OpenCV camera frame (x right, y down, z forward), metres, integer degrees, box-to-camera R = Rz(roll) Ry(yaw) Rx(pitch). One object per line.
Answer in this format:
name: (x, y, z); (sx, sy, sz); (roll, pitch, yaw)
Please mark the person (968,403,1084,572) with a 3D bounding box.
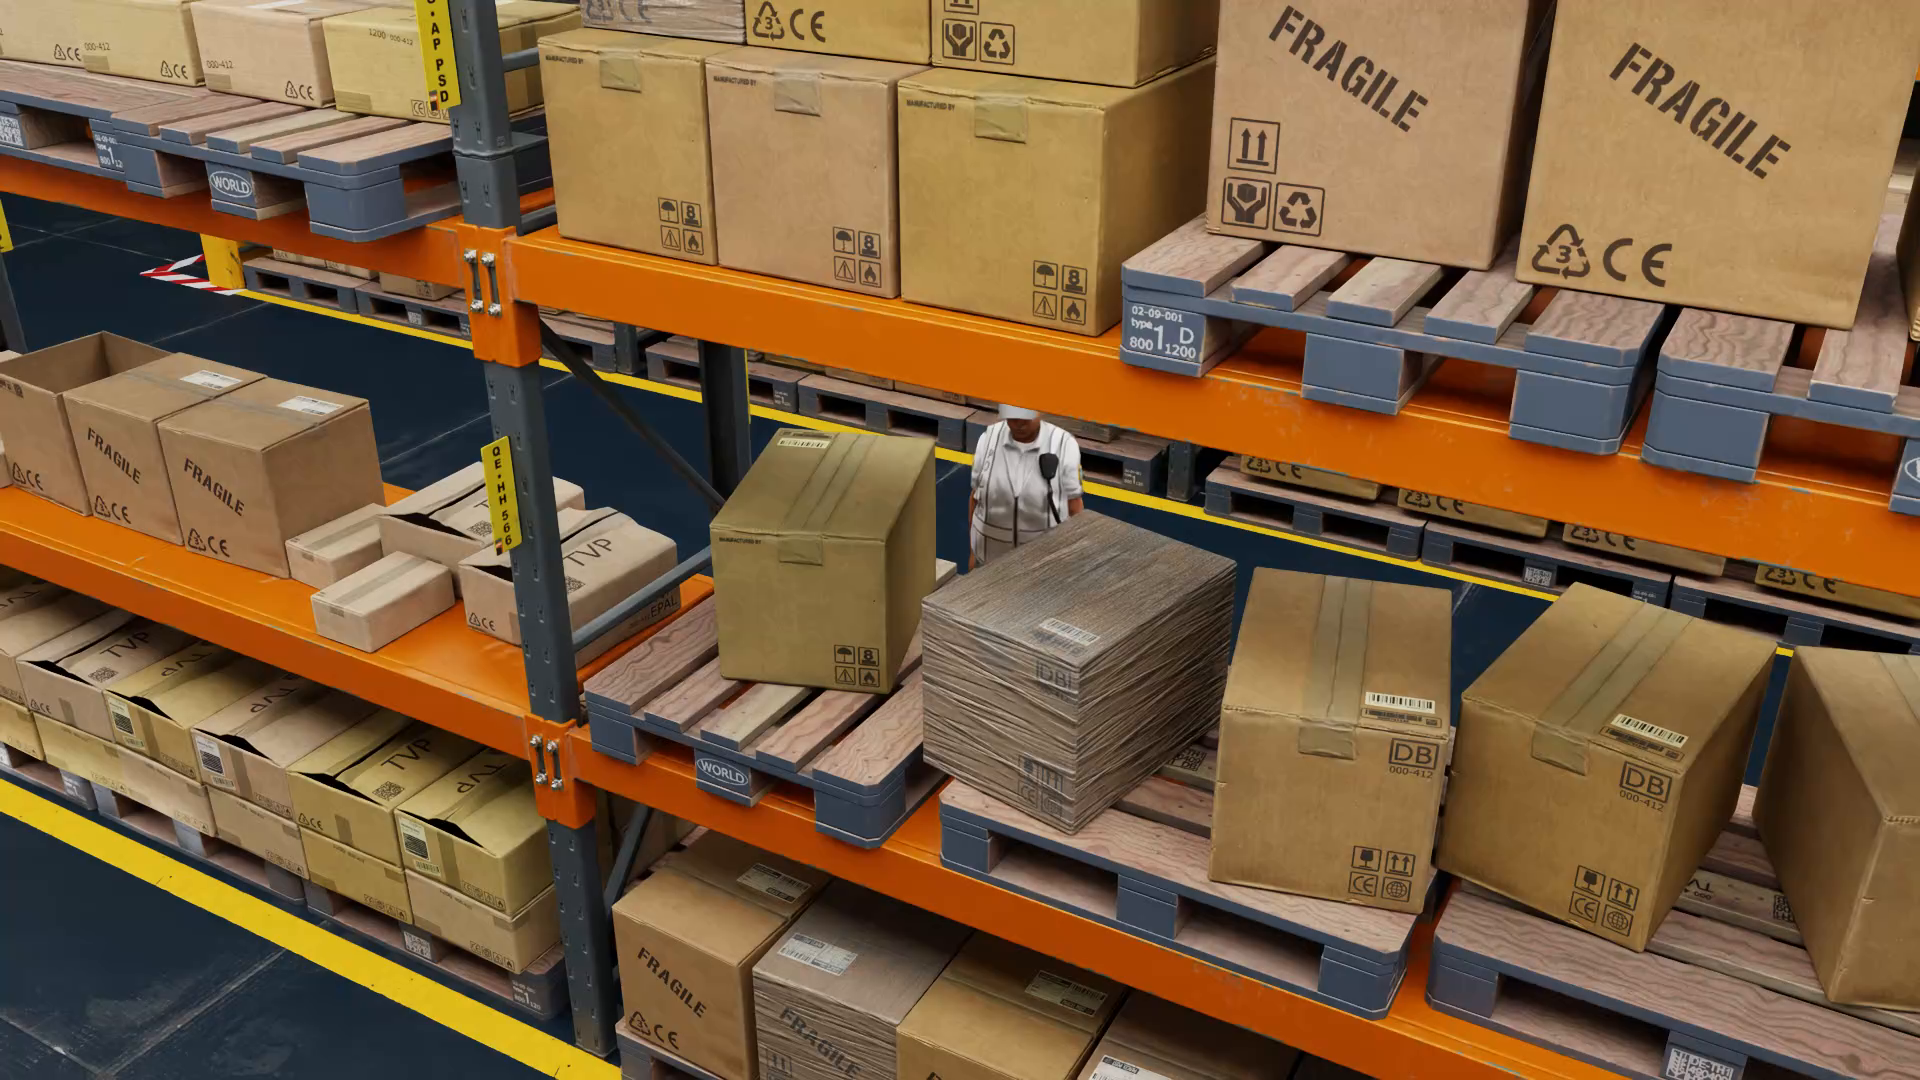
person: (0.272, 0.066, 6.951); (0.488, 1.663, 0.537); (6, 27, 11)
